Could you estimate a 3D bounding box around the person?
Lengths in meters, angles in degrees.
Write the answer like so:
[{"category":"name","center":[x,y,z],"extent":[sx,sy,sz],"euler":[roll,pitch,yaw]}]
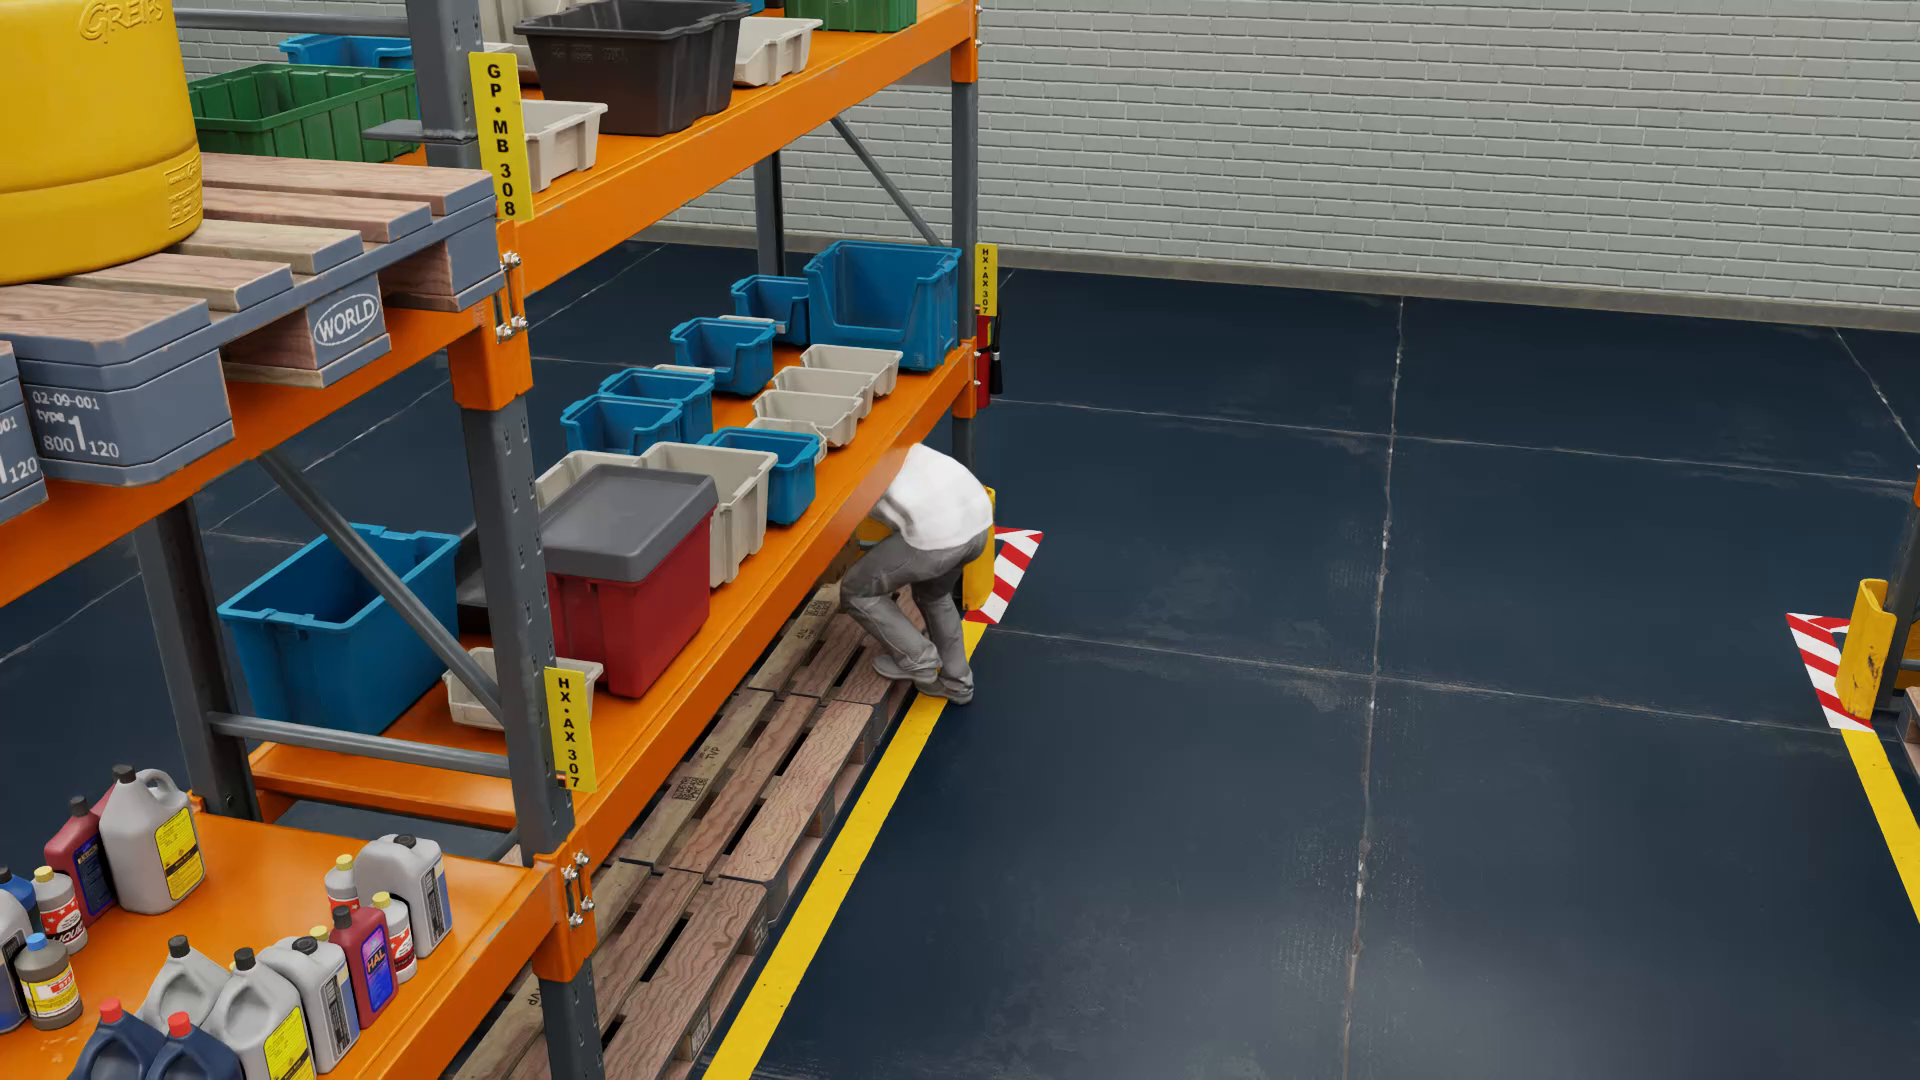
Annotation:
[{"category":"person","center":[-0.335,0.067,6.933],"extent":[0.936,1.352,0.496],"euler":[14,28,27]}]
